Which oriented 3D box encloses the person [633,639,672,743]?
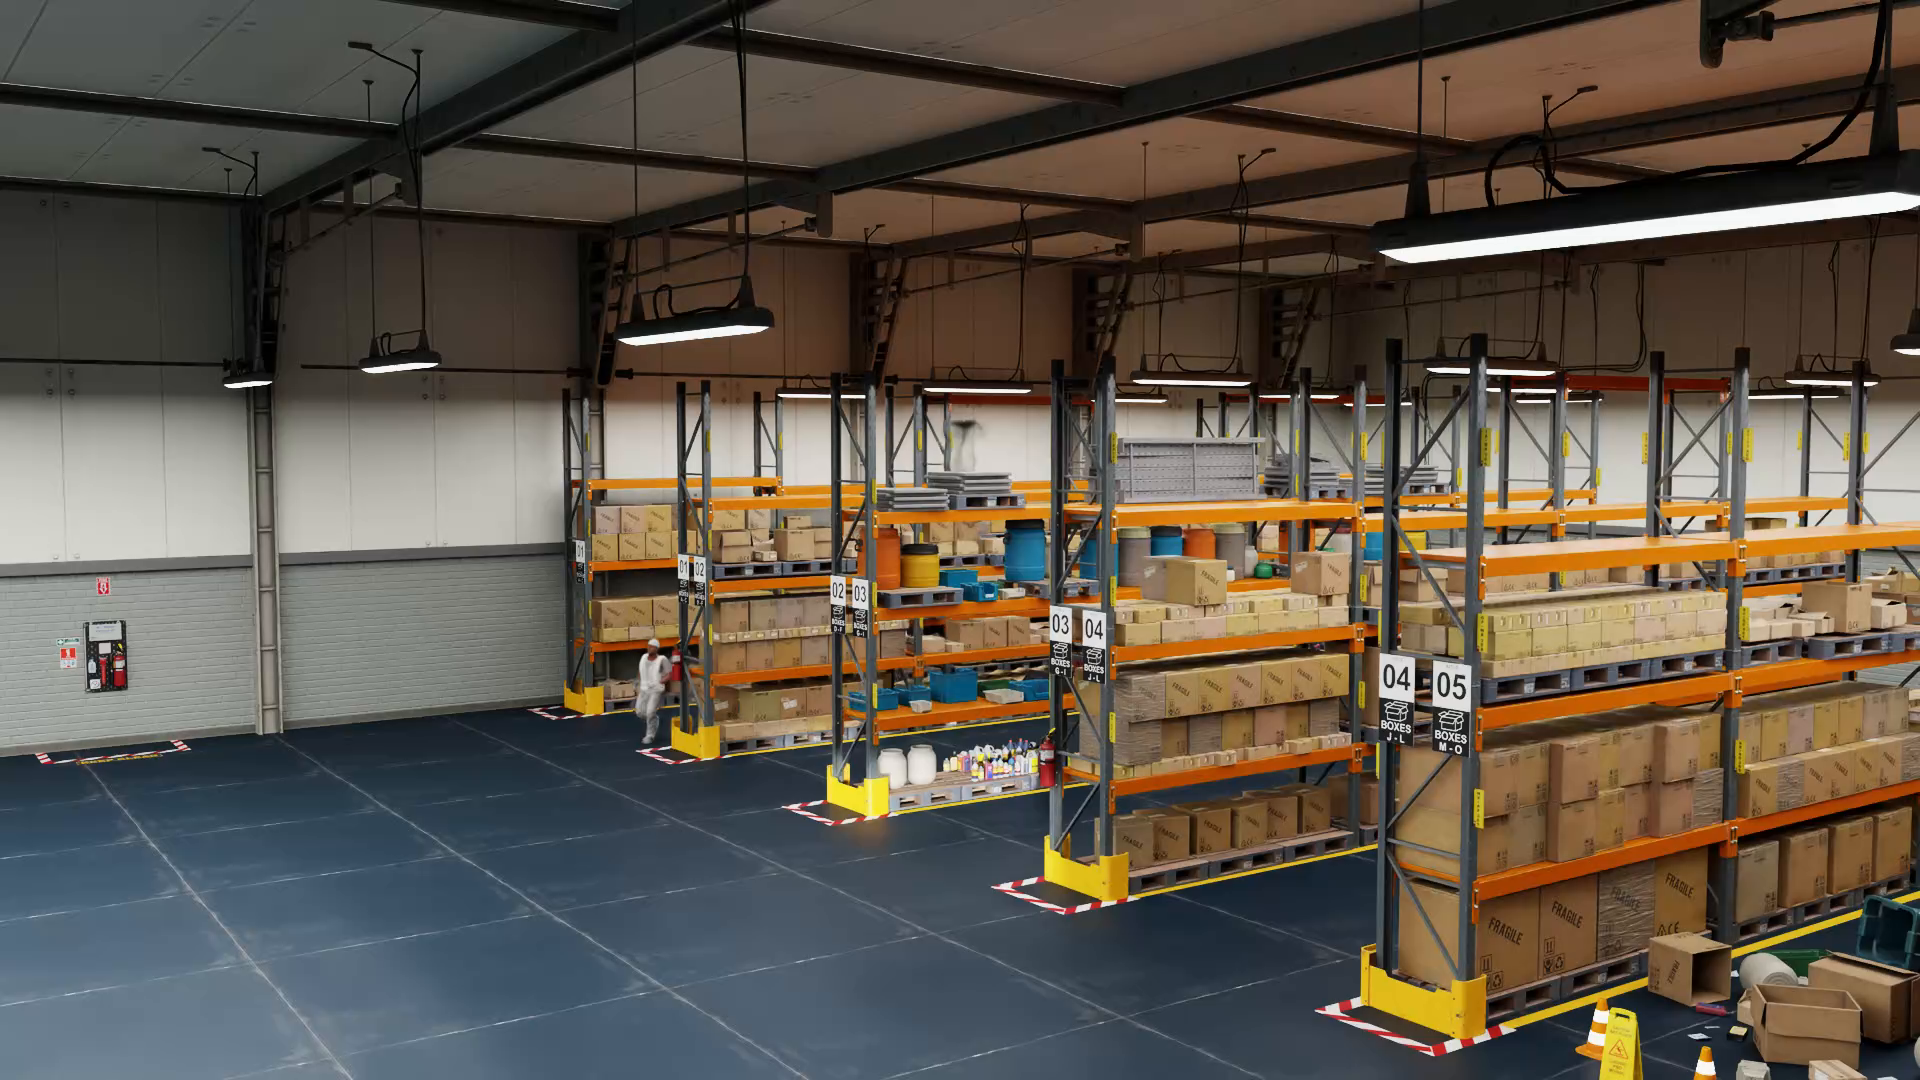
[{"bbox_3d":[-5.137,2.520,27.911,0.711,1.736,0.567,1,4,21],"label":"person"}]

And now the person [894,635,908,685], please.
[{"bbox_3d":[-1.269,2.293,32.227,0.636,1.570,0.511,-3,5,-39],"label":"person"}]
